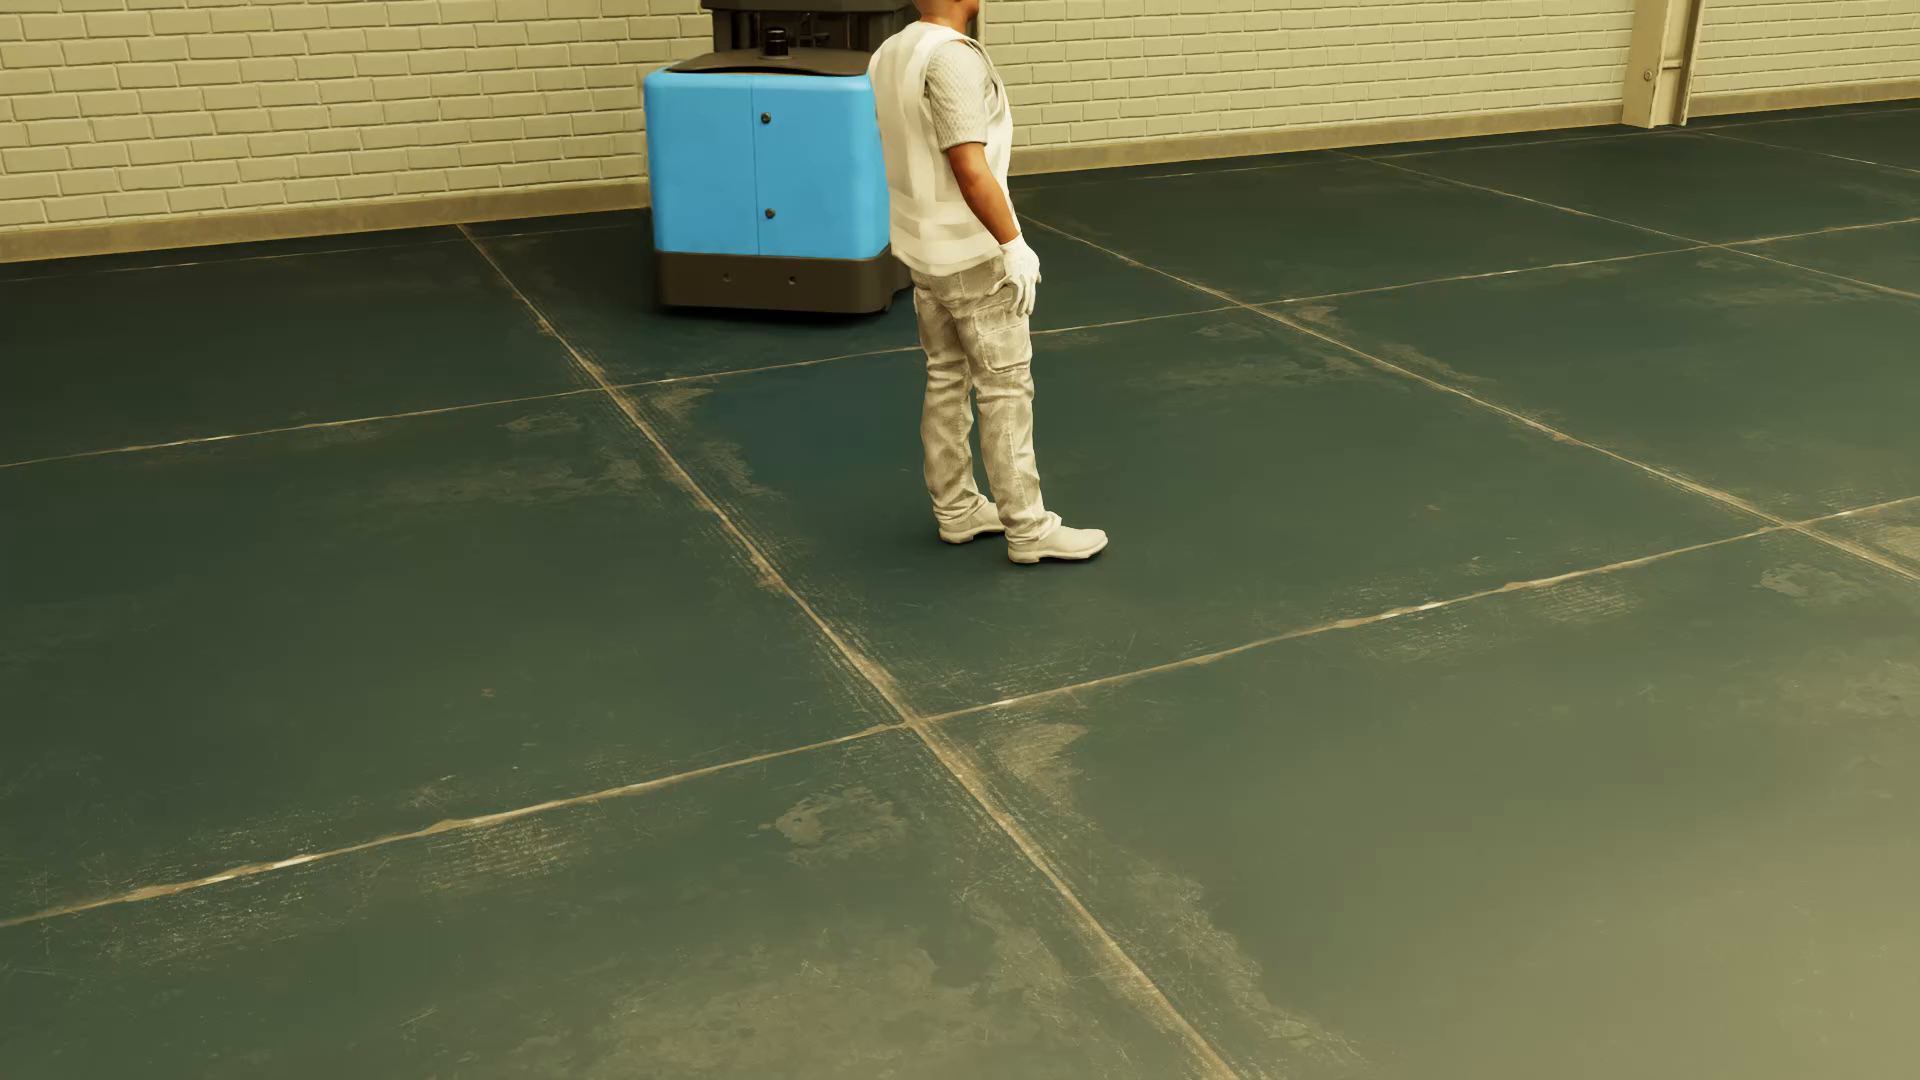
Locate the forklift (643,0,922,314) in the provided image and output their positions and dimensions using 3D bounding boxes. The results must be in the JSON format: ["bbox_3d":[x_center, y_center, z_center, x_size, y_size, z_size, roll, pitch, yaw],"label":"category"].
[{"bbox_3d":[-0.624,-2.882,8.224,1.130,2.935,3.031,4,23,9],"label":"forklift"}]

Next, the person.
[{"bbox_3d":[0.069,-0.839,4.782,0.577,1.782,0.656,-10,25,-23],"label":"person"}]
